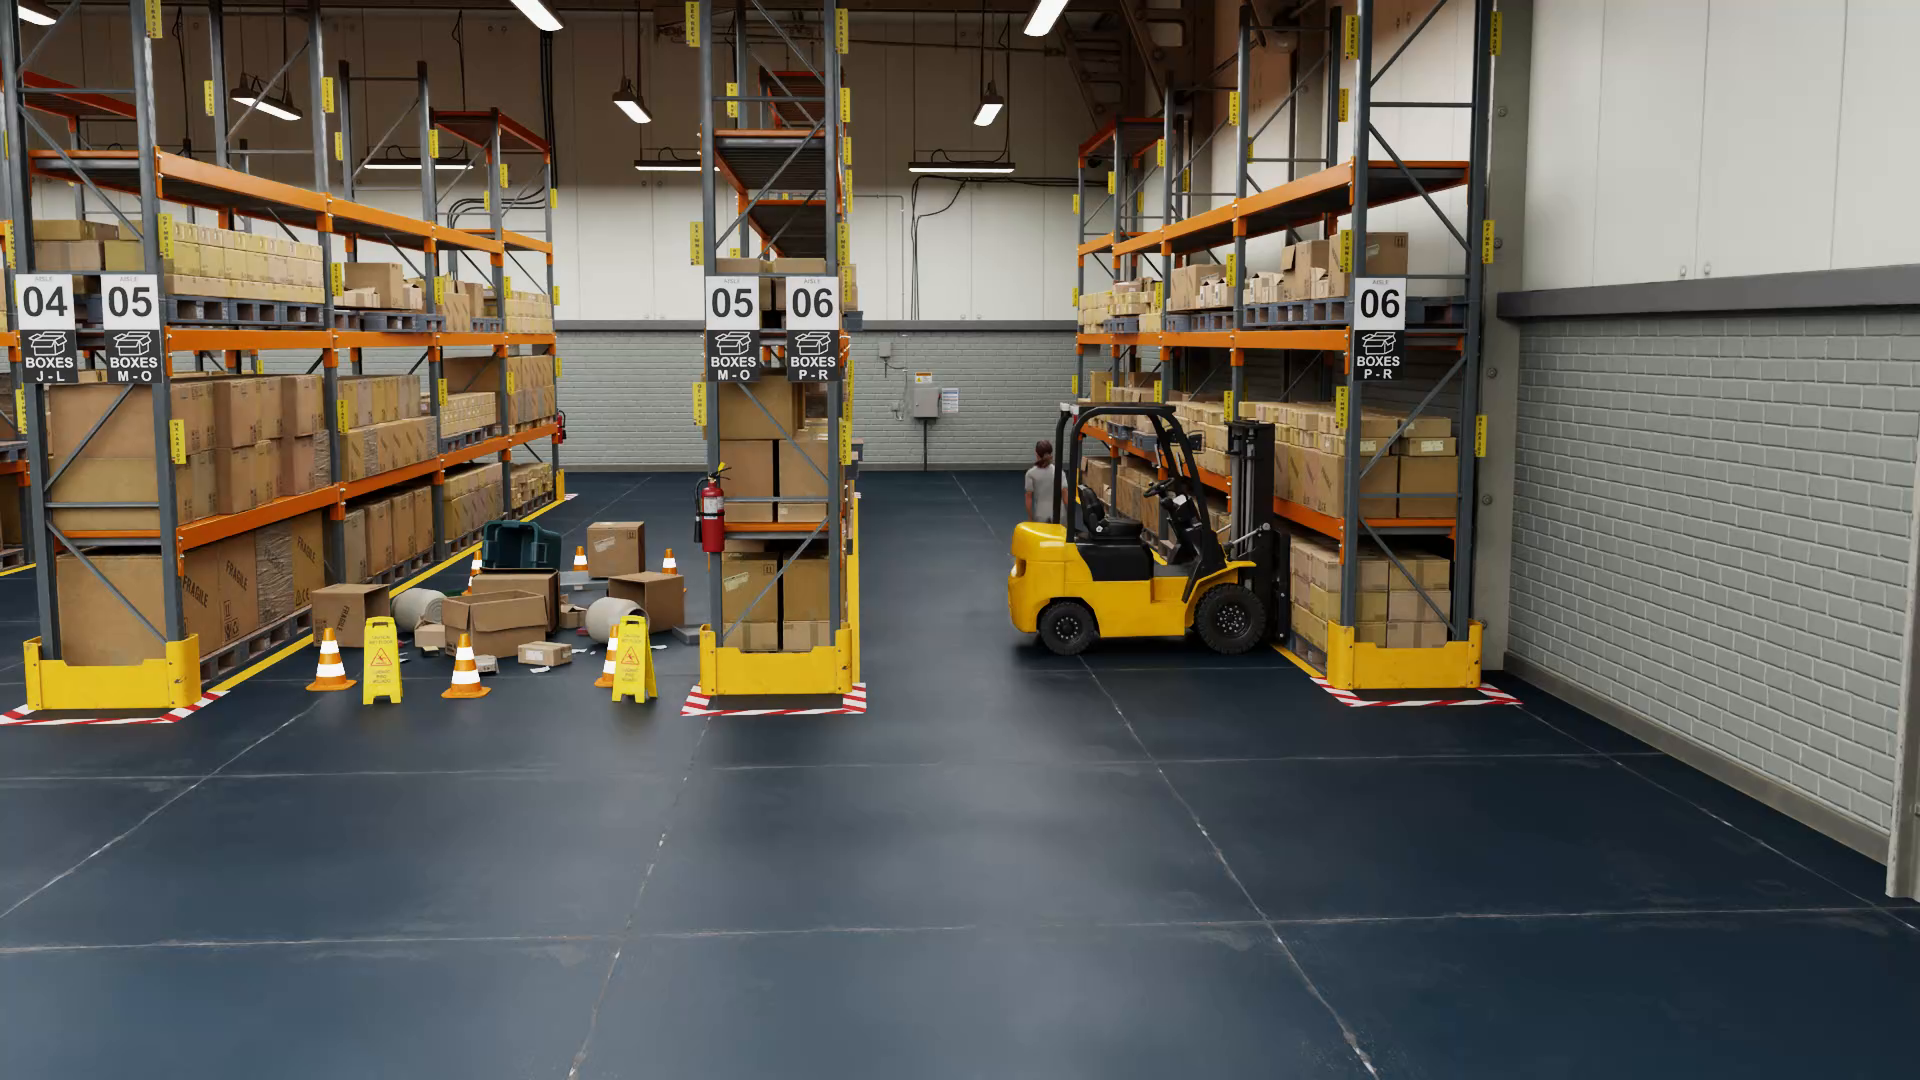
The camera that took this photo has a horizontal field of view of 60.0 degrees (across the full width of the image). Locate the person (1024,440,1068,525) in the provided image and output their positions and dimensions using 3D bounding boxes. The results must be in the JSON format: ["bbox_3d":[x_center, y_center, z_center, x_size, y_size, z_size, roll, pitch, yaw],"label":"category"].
[{"bbox_3d":[0.952,-0.238,17.616,0.508,1.664,0.616,1,7,10],"label":"person"}]
